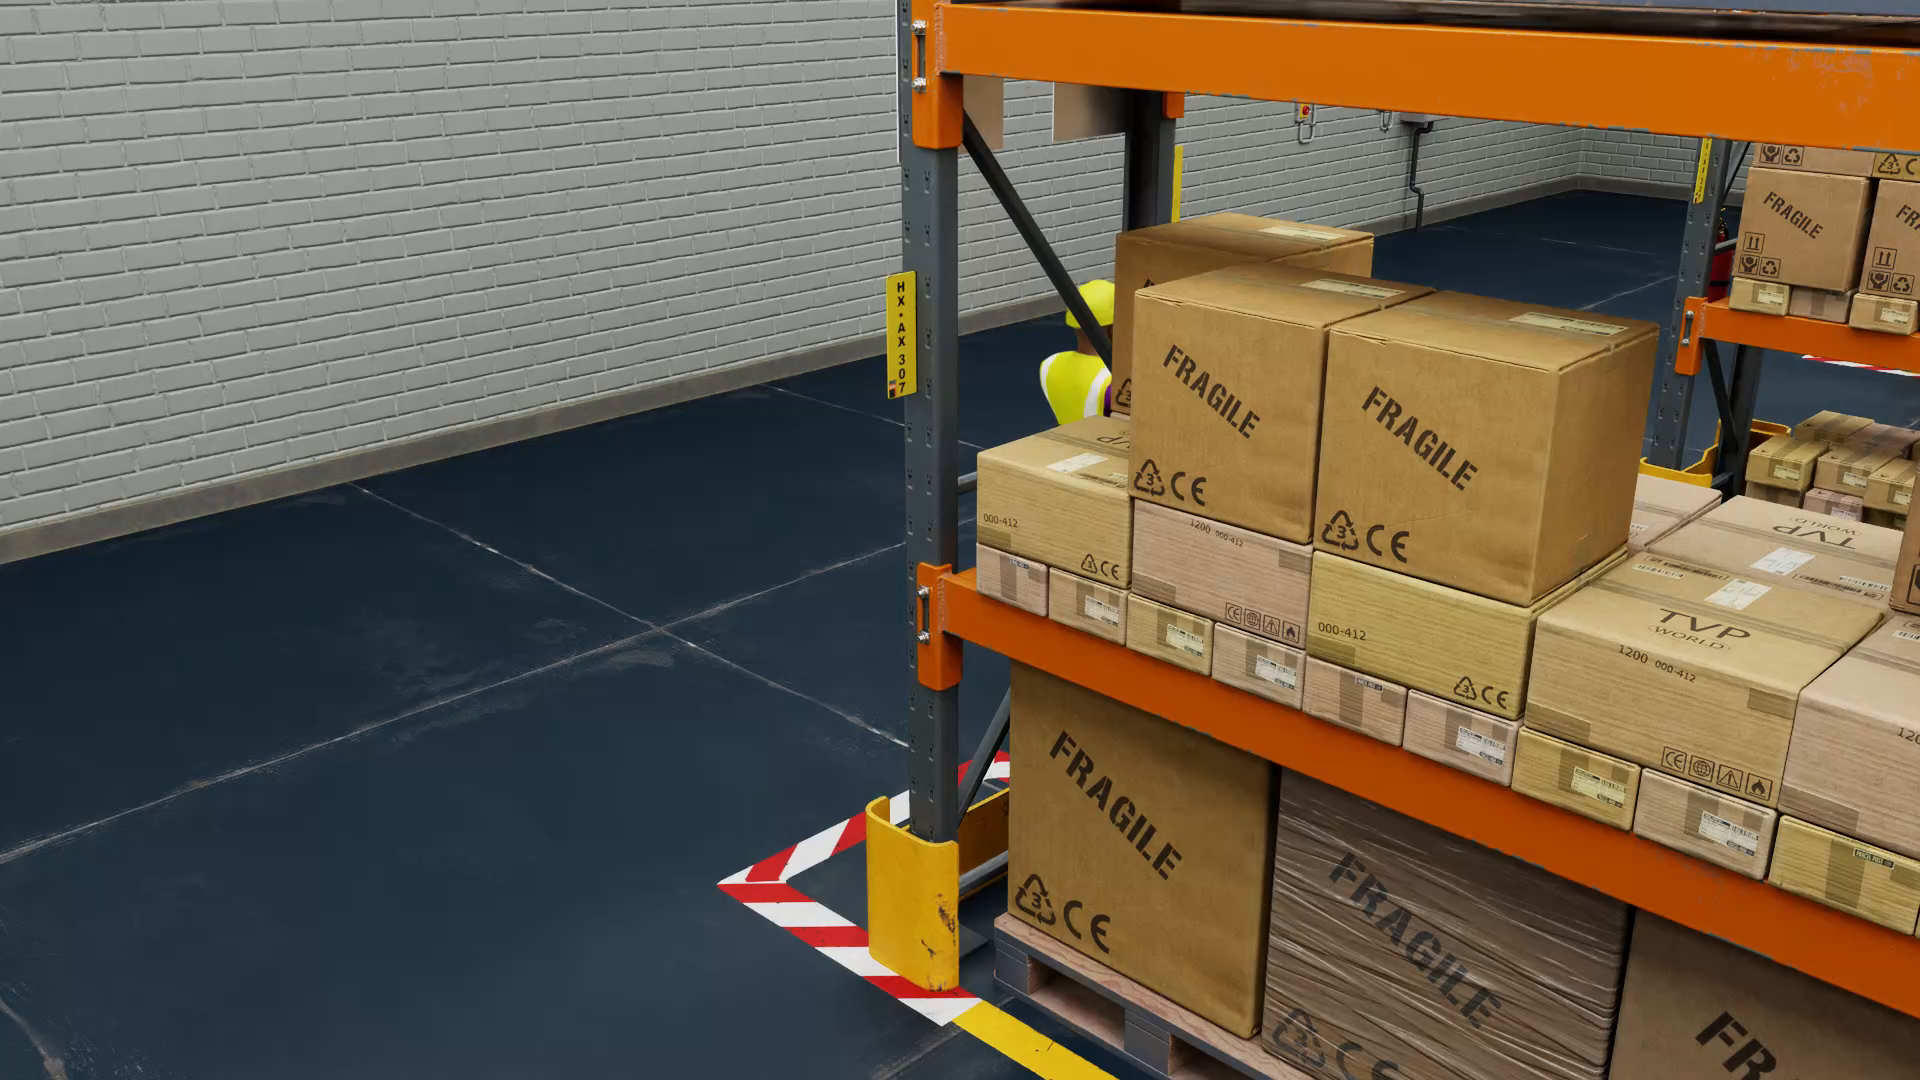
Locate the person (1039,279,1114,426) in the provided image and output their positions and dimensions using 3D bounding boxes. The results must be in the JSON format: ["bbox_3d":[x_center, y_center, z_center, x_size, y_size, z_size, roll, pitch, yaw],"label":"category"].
[{"bbox_3d":[0.632,-0.150,6.455,0.576,1.760,0.503,-13,24,-31],"label":"person"}]
